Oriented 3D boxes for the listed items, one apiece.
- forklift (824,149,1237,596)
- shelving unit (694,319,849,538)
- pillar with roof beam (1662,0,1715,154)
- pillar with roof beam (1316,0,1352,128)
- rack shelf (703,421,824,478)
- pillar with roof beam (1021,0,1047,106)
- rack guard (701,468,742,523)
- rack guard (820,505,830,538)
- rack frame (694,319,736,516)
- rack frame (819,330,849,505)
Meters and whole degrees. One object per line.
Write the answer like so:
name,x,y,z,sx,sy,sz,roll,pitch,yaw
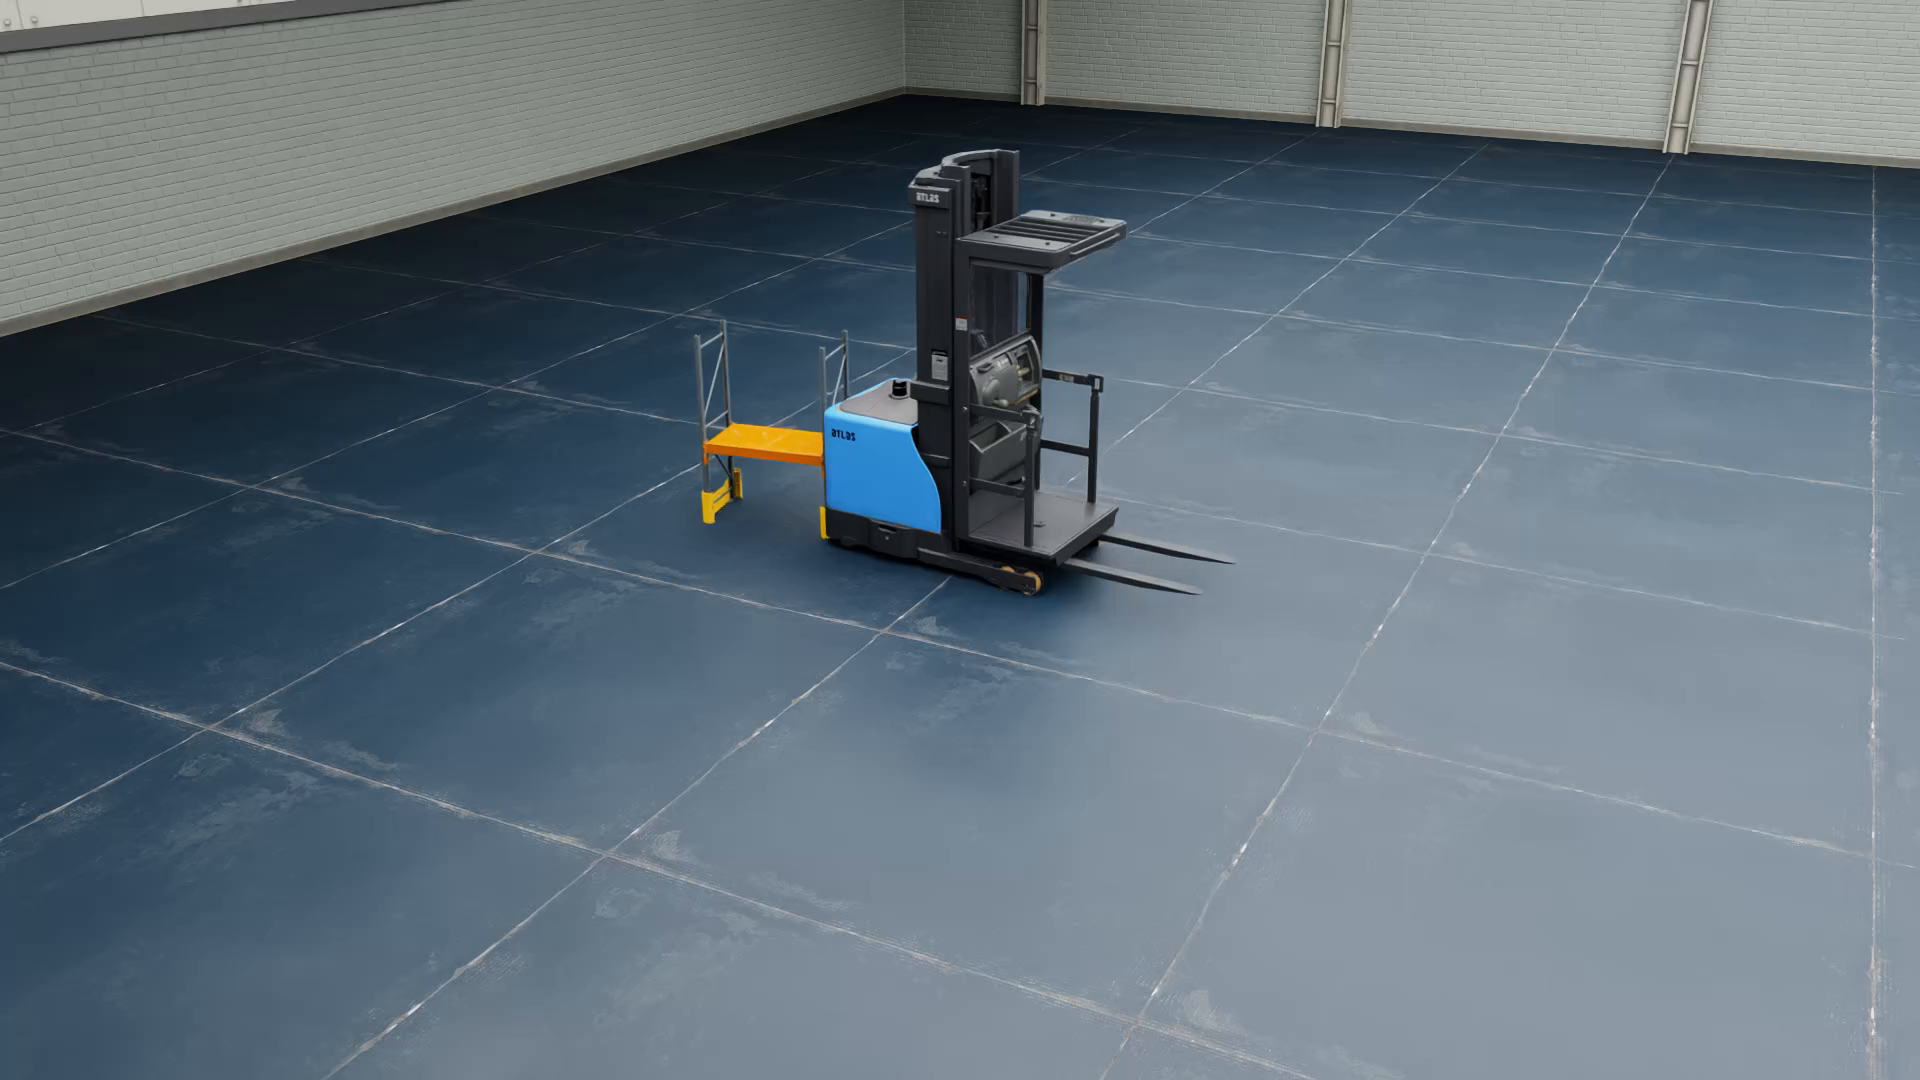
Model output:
forklift,0.508,-1.190,11.803,3.031,2.935,1.130,13,26,28
shelving unit,-1.424,-0.874,12.890,1.083,1.500,0.587,7,24,16
pillar with roof beam,10.221,-9.233,22.961,0.400,9.000,9.100,11,25,25
pillar with roof beam,4.867,-10.292,25.453,0.400,9.000,9.100,11,25,25
rack shelf,-1.433,-0.710,12.962,1.000,0.185,0.538,7,24,16
pillar with roof beam,-0.488,-11.352,27.944,0.400,9.000,9.100,11,25,25
rack guard,-1.898,-0.358,13.273,0.087,0.250,0.587,7,24,16
rack guard,-0.949,-0.240,12.995,0.087,0.250,0.587,7,24,16
rack frame,-1.917,-0.936,13.034,0.032,1.500,0.500,7,24,16
rack frame,-0.948,-0.815,12.750,0.032,1.500,0.500,7,24,16
